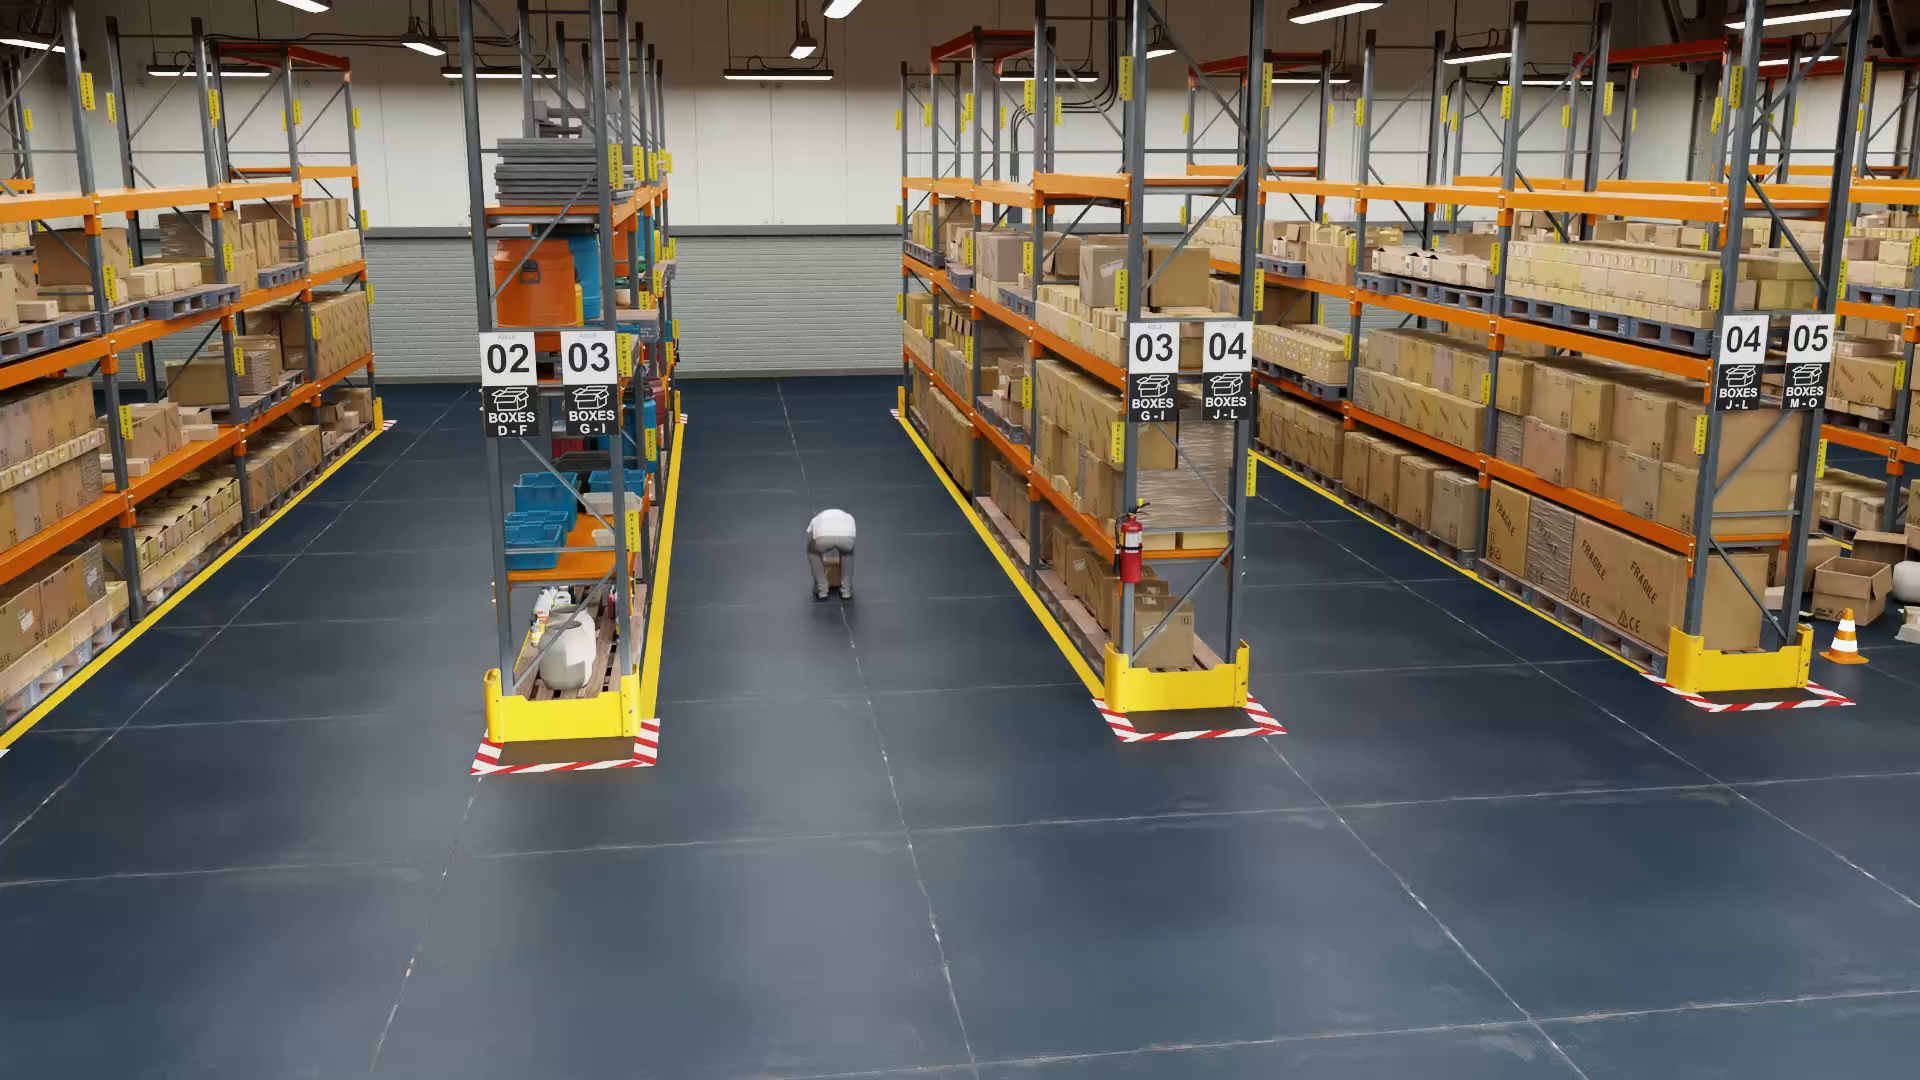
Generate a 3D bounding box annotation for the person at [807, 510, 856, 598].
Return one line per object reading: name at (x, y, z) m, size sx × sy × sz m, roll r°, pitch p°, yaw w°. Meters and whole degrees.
person at (-1.358, 0.098, 17.435) m, size 0.505 × 0.915 × 0.999 m, roll -3°, pitch 13°, yaw -11°
